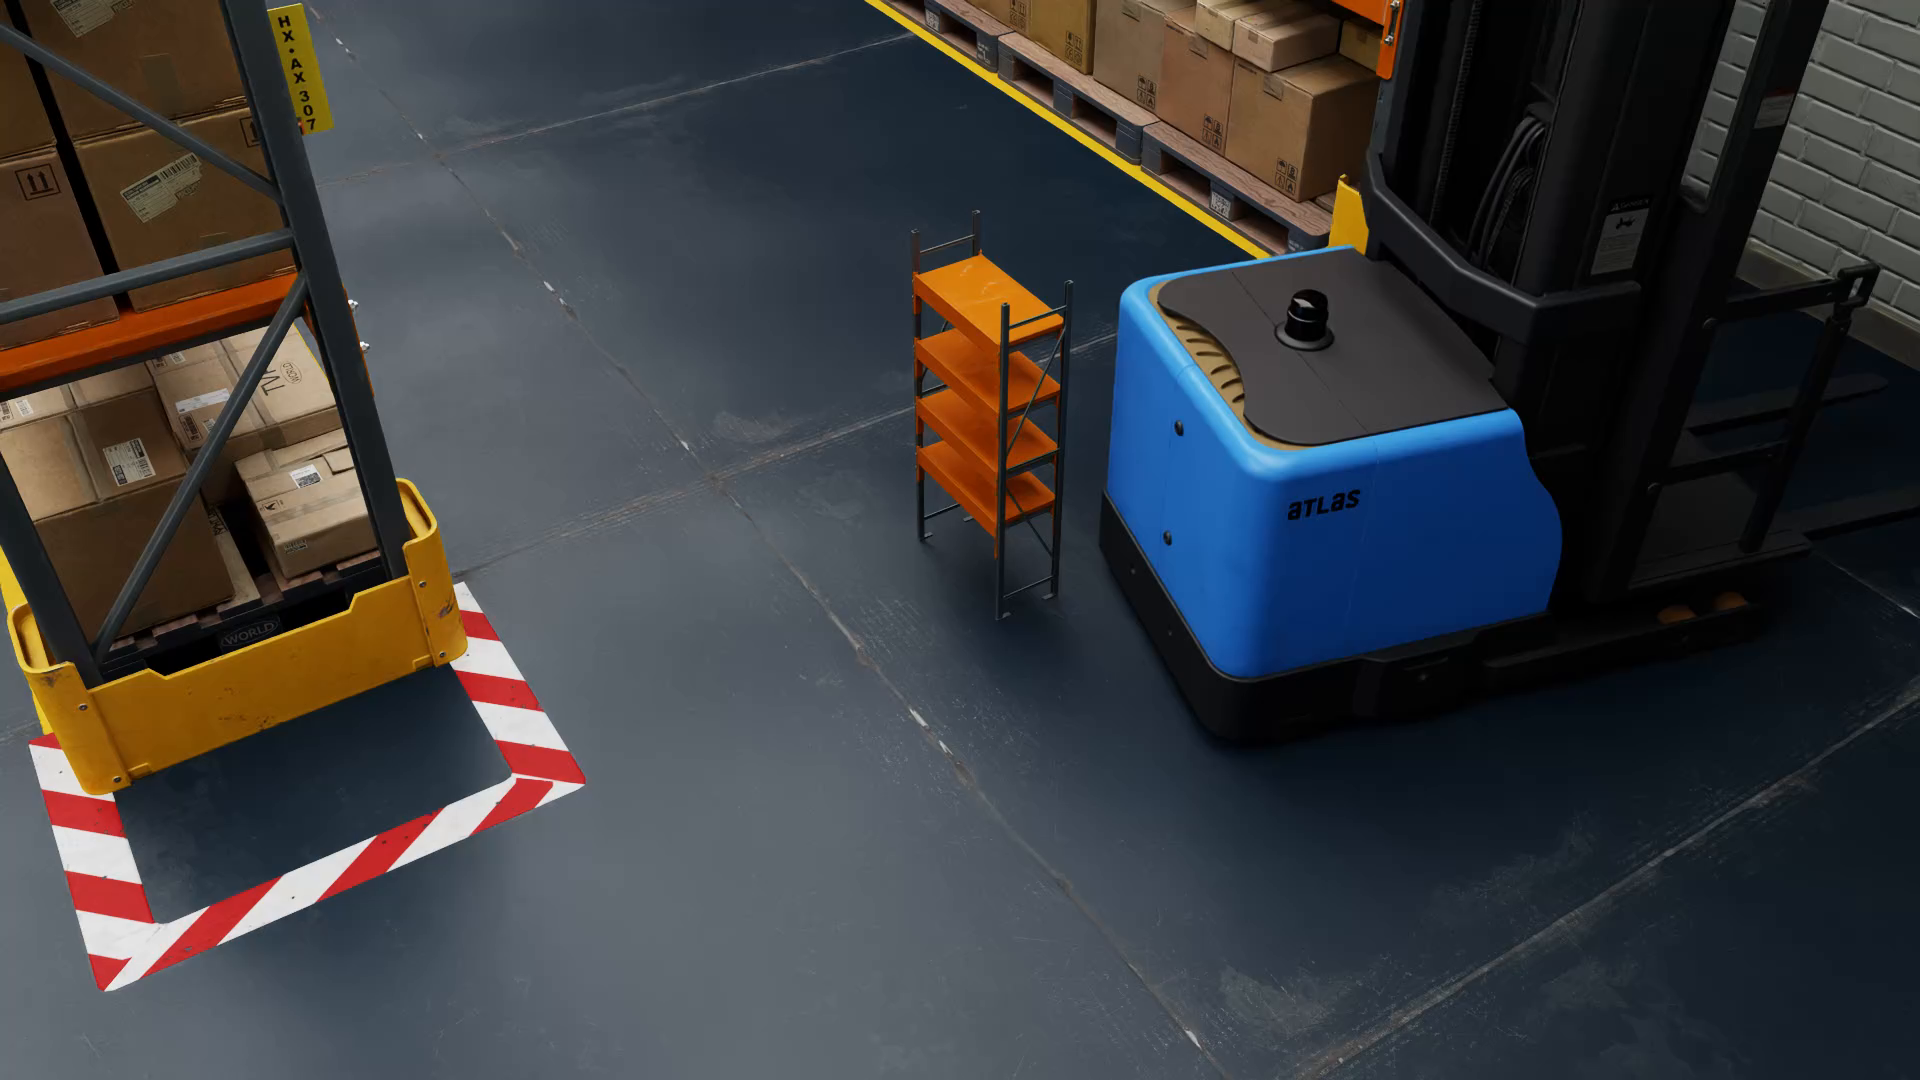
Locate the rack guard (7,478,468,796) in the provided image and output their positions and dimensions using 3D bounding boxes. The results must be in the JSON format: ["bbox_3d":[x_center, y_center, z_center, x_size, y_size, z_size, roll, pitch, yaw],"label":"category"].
[{"bbox_3d":[-2.140,0.276,5.028,1.175,0.500,0.348,-22,45,-24],"label":"rack guard"}]

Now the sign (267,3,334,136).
[{"bbox_3d":[-1.642,-1.163,4.126,0.100,0.325,0.005,-22,45,-24],"label":"sign"}]

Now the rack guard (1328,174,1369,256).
[{"bbox_3d":[2.088,-1.377,7.012,1.175,0.500,0.348,-22,45,-24],"label":"rack guard"}]

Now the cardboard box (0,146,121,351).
[{"bbox_3d":[-2.569,-0.830,4.324,0.500,0.500,0.500,-21,44,-23],"label":"cardboard box"}]

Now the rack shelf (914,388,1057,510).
[{"bbox_3d":[0.089,-0.320,5.302,0.258,0.148,0.480,-22,45,-24],"label":"rack shelf"}]

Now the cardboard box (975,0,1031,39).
[{"bbox_3d":[0.508,-2.999,8.630,0.700,0.500,0.500,-23,45,-25],"label":"cardboard box"}]

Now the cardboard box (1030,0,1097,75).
[{"bbox_3d":[0.782,-2.721,8.297,0.700,0.500,0.500,-21,44,-23],"label":"cardboard box"}]

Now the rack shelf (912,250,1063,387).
[{"bbox_3d":[0.089,-0.673,5.007,0.258,0.148,0.480,-22,45,-24],"label":"rack shelf"}]

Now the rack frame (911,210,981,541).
[{"bbox_3d":[-0.042,-0.503,5.417,0.240,1.200,0.015,-22,45,-24],"label":"rack frame"}]

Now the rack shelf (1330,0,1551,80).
[{"bbox_3d":[1.000,-3.153,7.753,1.077,0.370,4.000,-22,45,-24],"label":"rack shelf"}]

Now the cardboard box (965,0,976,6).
[{"bbox_3d":[0.240,-3.271,8.957,0.700,0.500,0.500,-22,44,-24],"label":"cardboard box"}]

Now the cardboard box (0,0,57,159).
[{"bbox_3d":[-2.570,-1.211,4.001,0.500,0.500,0.500,-23,45,-25],"label":"cardboard box"}]

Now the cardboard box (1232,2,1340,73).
[{"bbox_3d":[1.392,-2.150,7.105,0.380,0.149,0.250,-23,45,-25],"label":"cardboard box"}]

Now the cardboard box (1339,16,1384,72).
[{"bbox_3d":[1.851,-2.145,7.099,0.380,0.149,0.250,-22,45,-24],"label":"cardboard box"}]

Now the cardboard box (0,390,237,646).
[{"bbox_3d":[-2.599,-0.060,5.088,0.500,0.500,0.500,-22,45,-24],"label":"cardboard box"}]

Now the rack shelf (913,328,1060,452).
[{"bbox_3d":[0.089,-0.492,5.159,0.258,0.148,0.480,-22,45,-24],"label":"rack shelf"}]

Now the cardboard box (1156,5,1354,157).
[{"bbox_3d":[1.346,-2.165,7.629,0.700,0.500,0.500,-22,45,-25],"label":"cardboard box"}]

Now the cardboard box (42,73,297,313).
[{"bbox_3d":[-2.115,-1.012,4.543,0.500,0.500,0.500,-21,44,-24],"label":"cardboard box"}]

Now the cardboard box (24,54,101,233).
[{"bbox_3d":[-2.397,-1.288,4.875,0.500,0.500,0.500,-23,45,-25],"label":"cardboard box"}]

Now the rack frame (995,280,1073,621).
[{"bbox_3d":[0.220,-0.240,5.101,0.240,1.200,0.015,-22,45,-24],"label":"rack frame"}]

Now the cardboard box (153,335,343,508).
[{"bbox_3d":[-2.421,-0.417,5.711,0.500,0.250,0.500,-22,45,-24],"label":"cardboard box"}]

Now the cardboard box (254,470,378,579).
[{"bbox_3d":[-2.034,-0.061,5.364,0.380,0.149,0.250,-22,45,-24],"label":"cardboard box"}]

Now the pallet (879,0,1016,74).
[{"bbox_3d":[0.268,-3.001,9.186,1.003,0.211,1.213,-22,45,-24],"label":"pallet"}]

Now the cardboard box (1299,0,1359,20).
[{"bbox_3d":[1.578,-2.418,7.427,0.380,0.149,0.250,-22,45,-24],"label":"cardboard box"}]

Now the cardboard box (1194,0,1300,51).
[{"bbox_3d":[1.254,-2.288,7.271,0.380,0.149,0.250,-21,44,-23],"label":"cardboard box"}]

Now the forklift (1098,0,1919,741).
[{"bbox_3d":[2.044,-1.071,4.746,3.031,2.935,1.130,-11,41,-13],"label":"forklift"}]

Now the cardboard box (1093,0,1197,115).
[{"bbox_3d":[1.075,-2.436,7.955,0.700,0.500,0.500,-24,45,-26],"label":"cardboard box"}]

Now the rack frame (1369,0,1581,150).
[{"bbox_3d":[2.076,-2.350,6.227,1.000,3.000,0.127,-22,45,-24],"label":"rack frame"}]

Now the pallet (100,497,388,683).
[{"bbox_3d":[-2.569,-0.043,5.637,1.003,0.211,1.213,-22,45,-24],"label":"pallet"}]

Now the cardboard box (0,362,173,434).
[{"bbox_3d":[-3.085,-0.488,5.796,0.500,0.250,0.500,-22,45,-24],"label":"cardboard box"}]

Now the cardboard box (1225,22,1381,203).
[{"bbox_3d":[1.615,-1.895,7.305,0.700,0.500,0.500,-22,45,-24],"label":"cardboard box"}]

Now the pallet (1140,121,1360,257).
[{"bbox_3d":[1.580,-1.684,7.606,1.003,0.211,1.213,-22,45,-24],"label":"pallet"}]

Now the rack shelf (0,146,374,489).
[{"bbox_3d":[-3.174,-1.446,5.704,1.077,0.370,4.000,-22,45,-24],"label":"rack shelf"}]

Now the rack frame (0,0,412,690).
[{"bbox_3d":[-2.099,-0.643,4.179,1.000,3.000,0.127,-22,45,-24],"label":"rack frame"}]

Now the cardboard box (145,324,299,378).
[{"bbox_3d":[-2.690,-0.687,6.035,0.500,0.250,0.500,-22,45,-24],"label":"cardboard box"}]

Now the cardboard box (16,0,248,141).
[{"bbox_3d":[-2.115,-1.396,4.223,0.500,0.500,0.500,-21,44,-23],"label":"cardboard box"}]

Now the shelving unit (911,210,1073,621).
[{"bbox_3d":[0.089,-0.372,5.259,0.258,1.200,0.503,-22,45,-24],"label":"shelving unit"}]

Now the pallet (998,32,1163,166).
[{"bbox_3d":[0.928,-2.341,8.395,1.003,0.211,1.213,-22,45,-24],"label":"pallet"}]

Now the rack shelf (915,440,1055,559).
[{"bbox_3d":[0.089,-0.167,5.429,0.258,0.148,0.480,-22,45,-24],"label":"rack shelf"}]

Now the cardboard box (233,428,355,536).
[{"bbox_3d":[-2.169,-0.203,5.520,0.380,0.166,0.250,-22,45,-24],"label":"cardboard box"}]

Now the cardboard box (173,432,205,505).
[{"bbox_3d":[-2.741,-0.182,5.495,0.380,0.166,0.250,-22,45,-24],"label":"cardboard box"}]

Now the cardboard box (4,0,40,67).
[{"bbox_3d":[-2.403,-1.675,4.558,0.500,0.500,0.500,-22,44,-24],"label":"cardboard box"}]
